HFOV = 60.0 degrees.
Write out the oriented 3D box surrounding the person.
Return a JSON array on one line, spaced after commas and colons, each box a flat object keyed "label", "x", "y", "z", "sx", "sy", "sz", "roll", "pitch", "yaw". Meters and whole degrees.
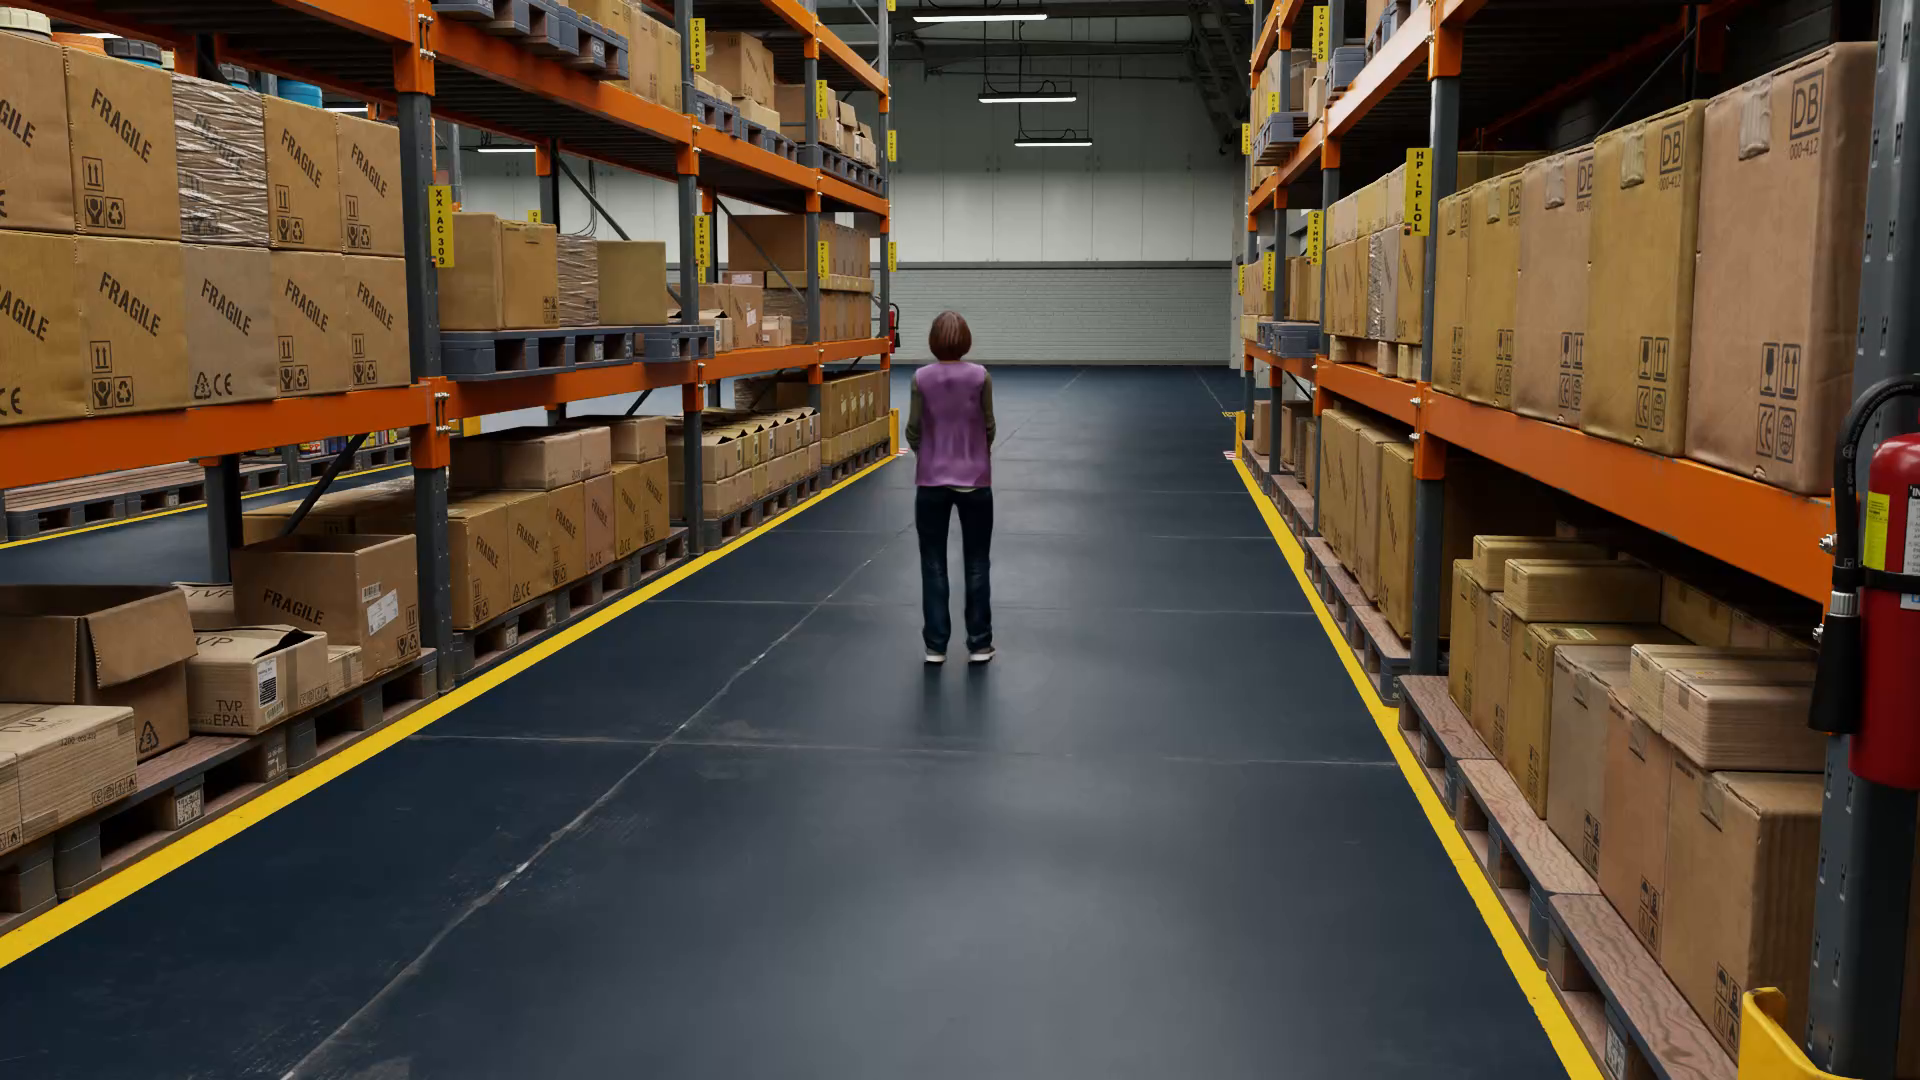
[{"label": "person", "x": -0.042, "y": -0.237, "z": 7.604, "sx": 0.414, "sy": 1.584, "sz": 0.476, "roll": 0, "pitch": 8, "yaw": -1}]
